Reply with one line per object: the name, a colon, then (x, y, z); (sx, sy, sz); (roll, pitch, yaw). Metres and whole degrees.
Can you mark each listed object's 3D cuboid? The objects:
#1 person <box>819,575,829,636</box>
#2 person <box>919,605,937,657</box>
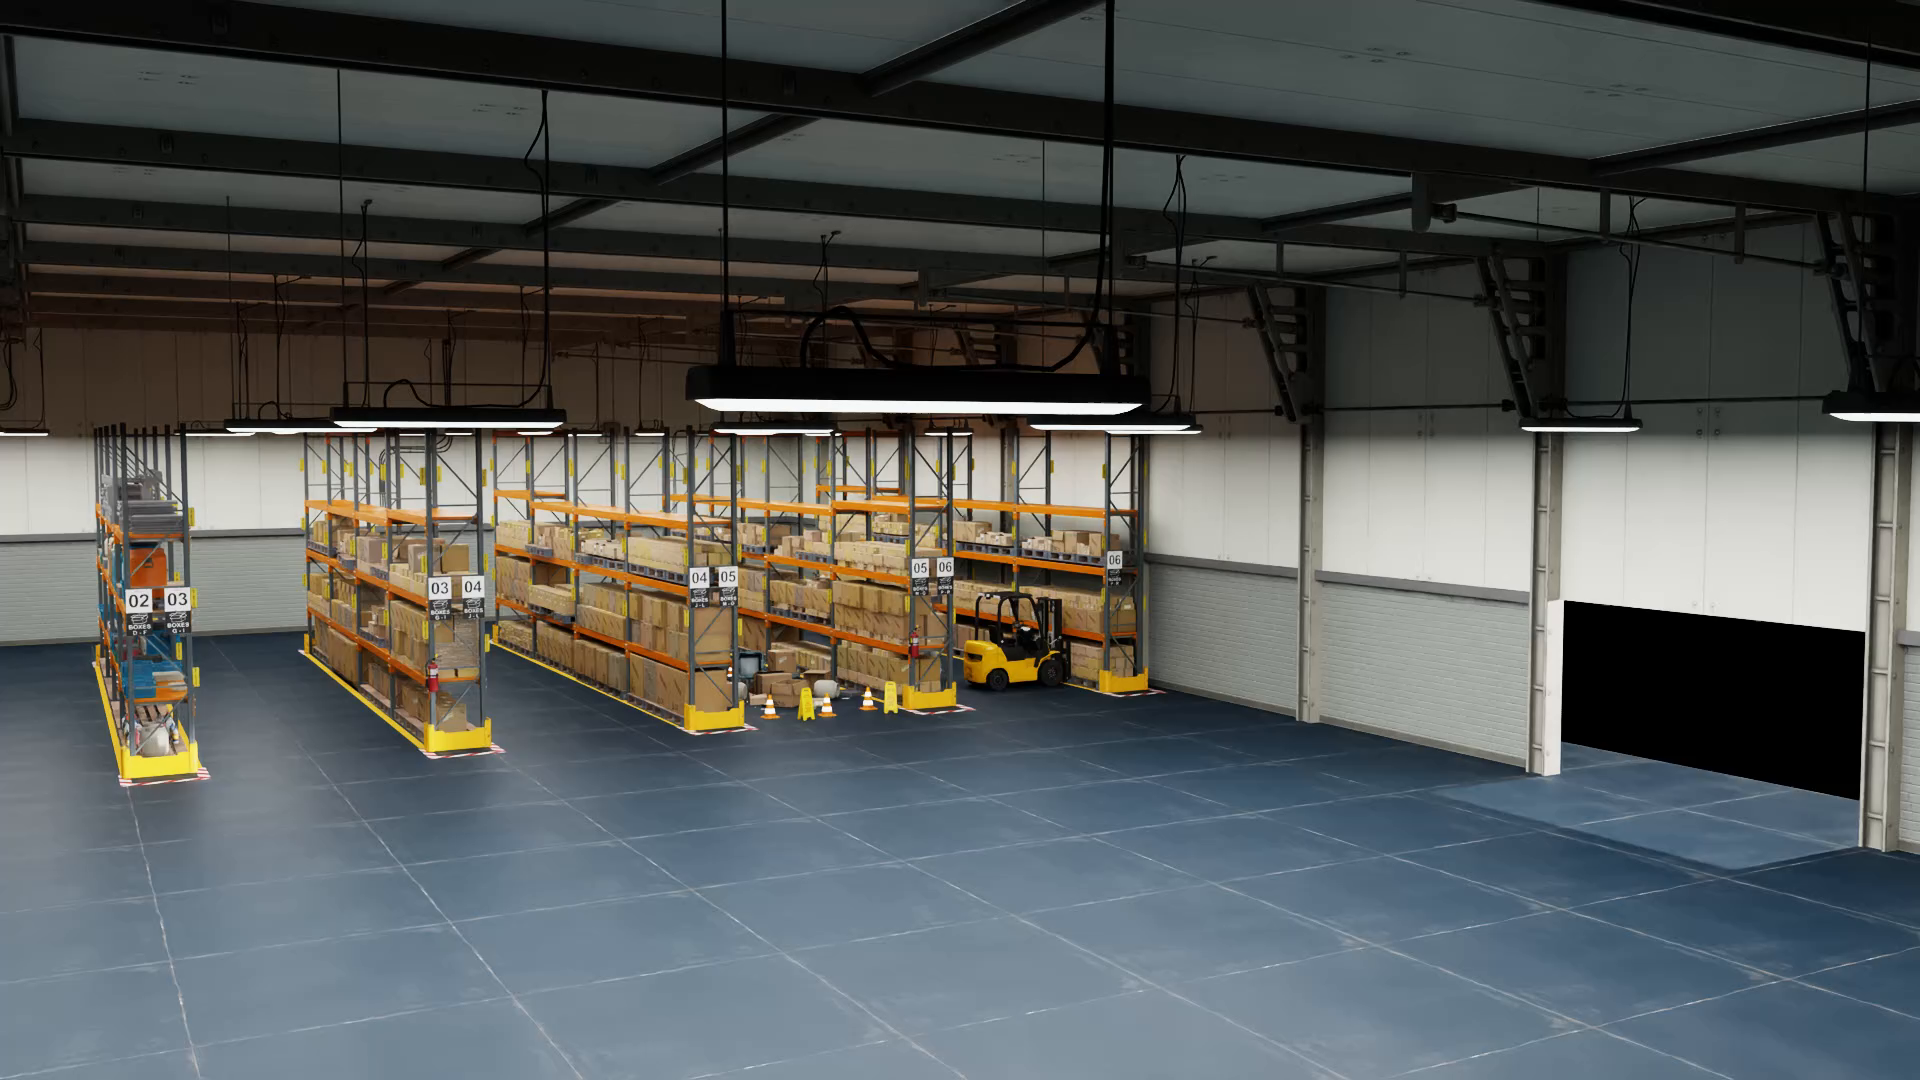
person: (-3.914, 1.910, 48.279); (0.467, 1.785, 0.610); (1, 4, 12)
person: (-0.757, 2.400, 40.001); (0.622, 1.755, 0.743); (-2, 4, -35)
